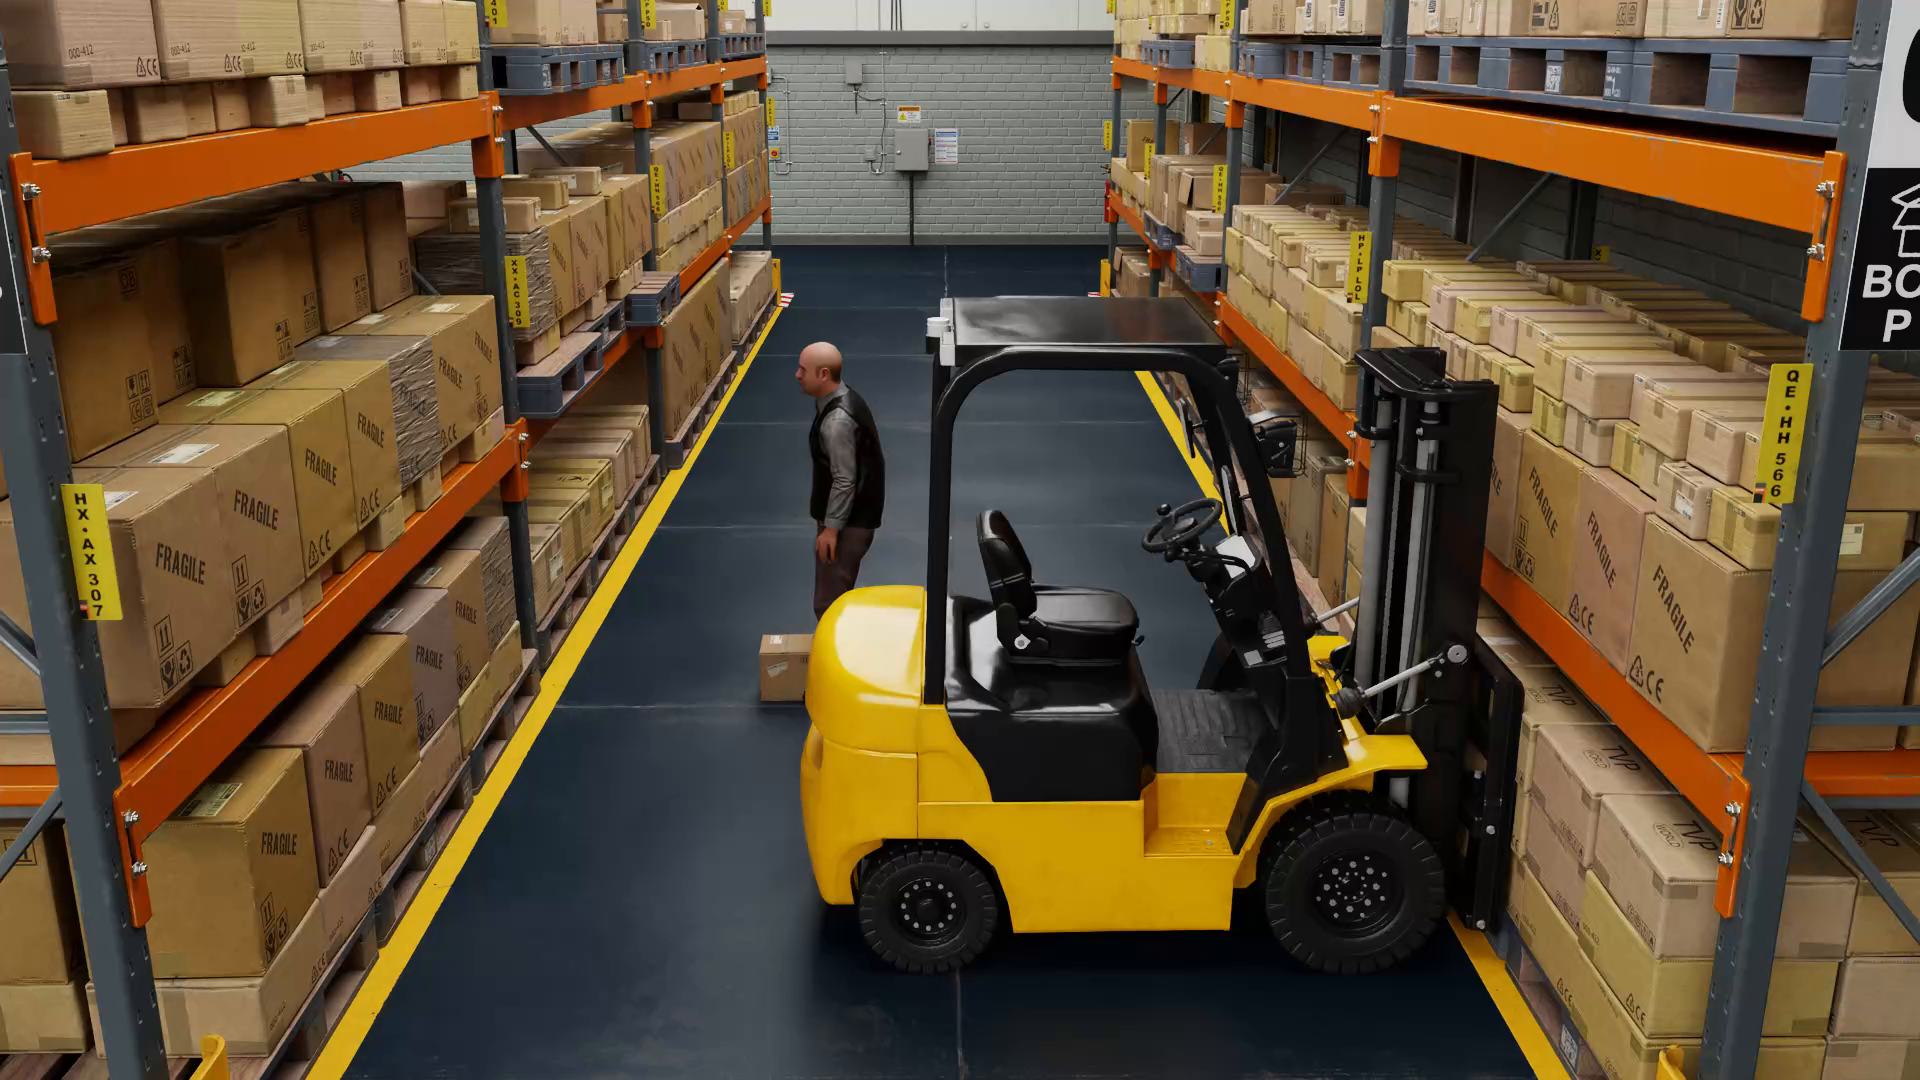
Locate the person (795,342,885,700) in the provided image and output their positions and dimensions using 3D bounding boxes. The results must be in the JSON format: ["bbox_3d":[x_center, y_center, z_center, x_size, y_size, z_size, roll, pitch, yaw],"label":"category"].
[{"bbox_3d":[-0.557,-0.086,7.865,0.412,1.722,0.591,-1,17,-3],"label":"person"}]
